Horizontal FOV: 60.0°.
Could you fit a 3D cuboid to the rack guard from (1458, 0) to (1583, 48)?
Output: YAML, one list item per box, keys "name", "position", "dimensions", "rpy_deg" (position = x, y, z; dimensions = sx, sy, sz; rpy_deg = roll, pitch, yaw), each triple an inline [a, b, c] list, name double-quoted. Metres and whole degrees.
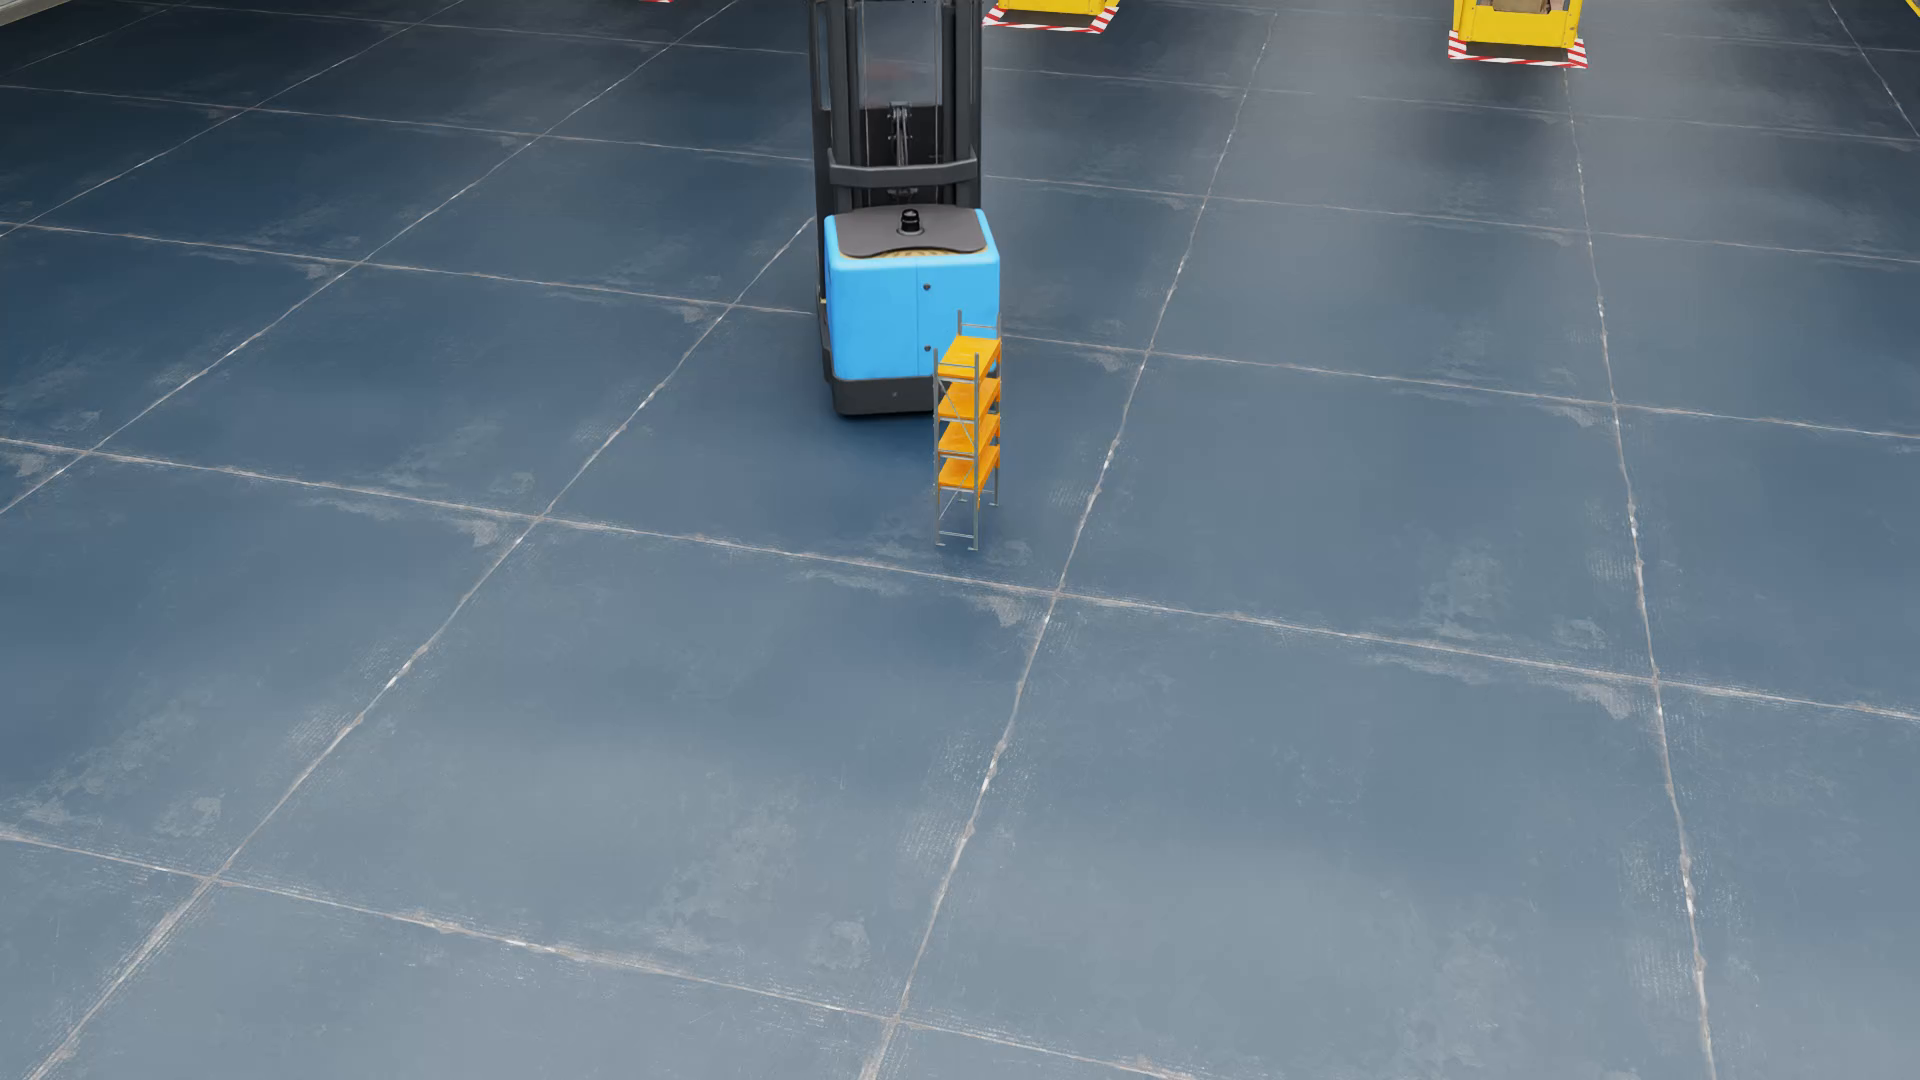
- name: "rack guard"
  position: [5.859, -5.488, 17.417]
  dimensions: [1.175, 0.500, 0.348]
  rpy_deg: [8, 33, 12]

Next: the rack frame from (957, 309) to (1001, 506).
- name: "rack frame"
  position: [0.104, -0.719, 9.262]
  dimensions: [0.240, 1.200, 0.015]
  rpy_deg: [8, 33, 12]

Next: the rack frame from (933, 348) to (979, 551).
- name: "rack frame"
  position: [-0.020, -0.466, 8.864]
  dimensions: [0.240, 1.200, 0.015]
  rpy_deg: [8, 33, 12]

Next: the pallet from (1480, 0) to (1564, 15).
- name: "pallet"
  position: [6.099, -5.783, 18.150]
  dimensions: [1.003, 0.211, 1.213]
  rpy_deg: [8, 33, 12]

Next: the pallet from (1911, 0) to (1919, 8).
- name: "pallet"
  position: [11.358, -6.291, 18.949]
  dimensions: [1.003, 0.211, 1.213]
  rpy_deg: [8, 33, 12]

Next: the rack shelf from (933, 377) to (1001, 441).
- name: "rack shelf"
  position: [0.042, -0.724, 8.979]
  dimensions: [0.258, 0.148, 0.480]
  rpy_deg: [8, 33, 12]

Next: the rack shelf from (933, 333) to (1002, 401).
- name: "rack shelf"
  position: [0.042, -0.924, 8.852]
  dimensions: [0.258, 0.148, 0.480]
  rpy_deg: [8, 33, 12]

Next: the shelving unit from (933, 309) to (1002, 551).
- name: "shelving unit"
  position: [0.042, -0.592, 9.063]
  dimensions: [0.258, 1.200, 0.503]
  rpy_deg: [8, 33, 12]

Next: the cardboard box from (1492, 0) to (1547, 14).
- name: "cardboard box"
  position: [6.014, -5.948, 17.749]
  dimensions: [0.500, 0.500, 0.500]
  rpy_deg: [14, 35, 21]

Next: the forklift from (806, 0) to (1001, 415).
- name: "forklift"
  position: [-0.435, -2.787, 10.902]
  dimensions: [1.130, 2.935, 3.031]
  rpy_deg: [-4, 33, -6]

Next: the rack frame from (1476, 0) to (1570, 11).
- name: "rack frame"
  position: [5.840, -6.504, 16.685]
  dimensions: [1.000, 3.000, 0.127]
  rpy_deg: [8, 33, 12]

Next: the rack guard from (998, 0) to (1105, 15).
- name: "rack guard"
  position: [1.022, -6.169, 18.488]
  dimensions: [1.175, 0.500, 0.348]
  rpy_deg: [8, 33, 12]

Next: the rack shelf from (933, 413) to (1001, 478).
- name: "rack shelf"
  position: [0.042, -0.535, 9.099]
  dimensions: [0.258, 0.148, 0.480]
  rpy_deg: [8, 33, 12]

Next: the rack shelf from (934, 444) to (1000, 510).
- name: "rack shelf"
  position: [0.042, -0.368, 9.206]
  dimensions: [0.258, 0.148, 0.480]
  rpy_deg: [8, 33, 12]
